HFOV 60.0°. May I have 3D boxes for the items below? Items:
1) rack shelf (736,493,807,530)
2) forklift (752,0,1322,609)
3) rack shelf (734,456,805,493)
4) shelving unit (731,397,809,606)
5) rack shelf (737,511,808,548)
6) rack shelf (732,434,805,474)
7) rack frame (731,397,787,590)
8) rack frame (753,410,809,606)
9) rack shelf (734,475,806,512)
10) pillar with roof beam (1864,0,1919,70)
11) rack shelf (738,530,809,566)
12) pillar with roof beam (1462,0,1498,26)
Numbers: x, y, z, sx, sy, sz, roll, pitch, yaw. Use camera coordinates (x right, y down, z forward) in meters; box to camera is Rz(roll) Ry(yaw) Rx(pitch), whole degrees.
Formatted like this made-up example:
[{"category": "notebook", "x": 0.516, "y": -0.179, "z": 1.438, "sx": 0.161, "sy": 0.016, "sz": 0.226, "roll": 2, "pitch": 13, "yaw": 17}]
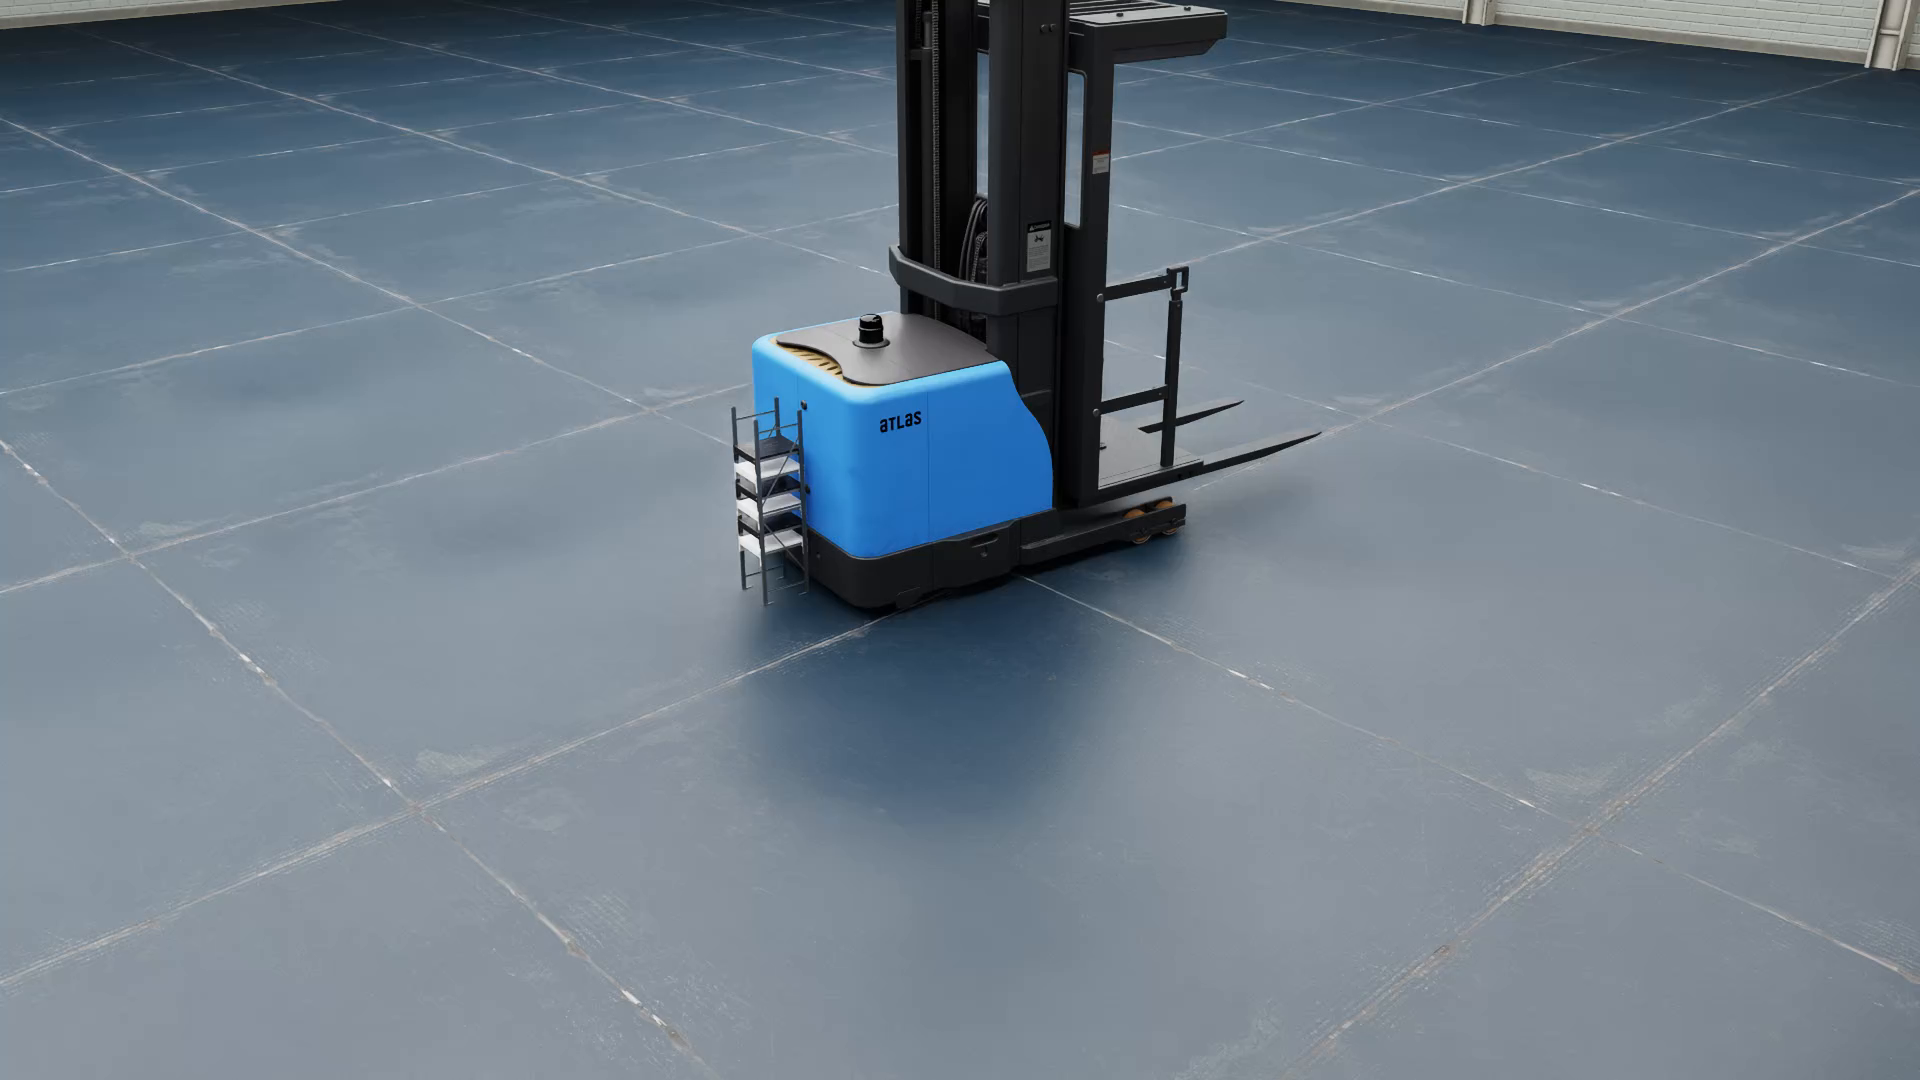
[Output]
[{"category": "rack shelf", "x": -0.857, "y": -0.142, "z": 7.557, "sx": 0.258, "sy": 0.077, "sz": 0.200, "roll": -16, "pitch": 29, "yaw": -32}, {"category": "forklift", "x": 0.522, "y": -1.480, "z": 7.964, "sx": 3.031, "sy": 2.935, "sz": 1.130, "roll": -16, "pitch": 29, "yaw": -31}, {"category": "rack shelf", "x": -0.857, "y": -0.306, "z": 7.482, "sx": 0.258, "sy": 0.077, "sz": 0.200, "roll": -16, "pitch": 29, "yaw": -32}, {"category": "shelving unit", "x": -0.857, "y": -0.172, "z": 7.543, "sx": 0.258, "sy": 0.900, "sz": 0.210, "roll": -16, "pitch": 29, "yaw": -32}, {"category": "rack shelf", "x": -0.857, "y": -0.060, "z": 7.594, "sx": 0.258, "sy": 0.077, "sz": 0.200, "roll": -16, "pitch": 29, "yaw": -32}, {"category": "rack shelf", "x": -0.857, "y": -0.388, "z": 7.445, "sx": 0.258, "sy": 0.077, "sz": 0.200, "roll": -16, "pitch": 29, "yaw": -32}, {"category": "rack frame", "x": -0.916, "y": -0.207, "z": 7.619, "sx": 0.240, "sy": 0.900, "sz": 0.006, "roll": -16, "pitch": 29, "yaw": -32}, {"category": "rack frame", "x": -0.798, "y": -0.138, "z": 7.468, "sx": 0.240, "sy": 0.900, "sz": 0.006, "roll": -16, "pitch": 29, "yaw": -32}, {"category": "rack shelf", "x": -0.857, "y": -0.224, "z": 7.520, "sx": 0.258, "sy": 0.077, "sz": 0.200, "roll": -16, "pitch": 29, "yaw": -32}, {"category": "pillar with roof beam", "x": 9.019, "y": -9.088, "z": 17.329, "sx": 9.100, "sy": 9.000, "sz": 0.400, "roll": -21, "pitch": 32, "yaw": -38}, {"category": "rack shelf", "x": -0.857, "y": 0.022, "z": 7.632, "sx": 0.258, "sy": 0.077, "sz": 0.200, "roll": -16, "pitch": 29, "yaw": -32}, {"category": "pillar with roof beam", "x": 4.918, "y": -10.906, "z": 21.314, "sx": 9.100, "sy": 9.000, "sz": 0.400, "roll": -21, "pitch": 32, "yaw": -38}]
